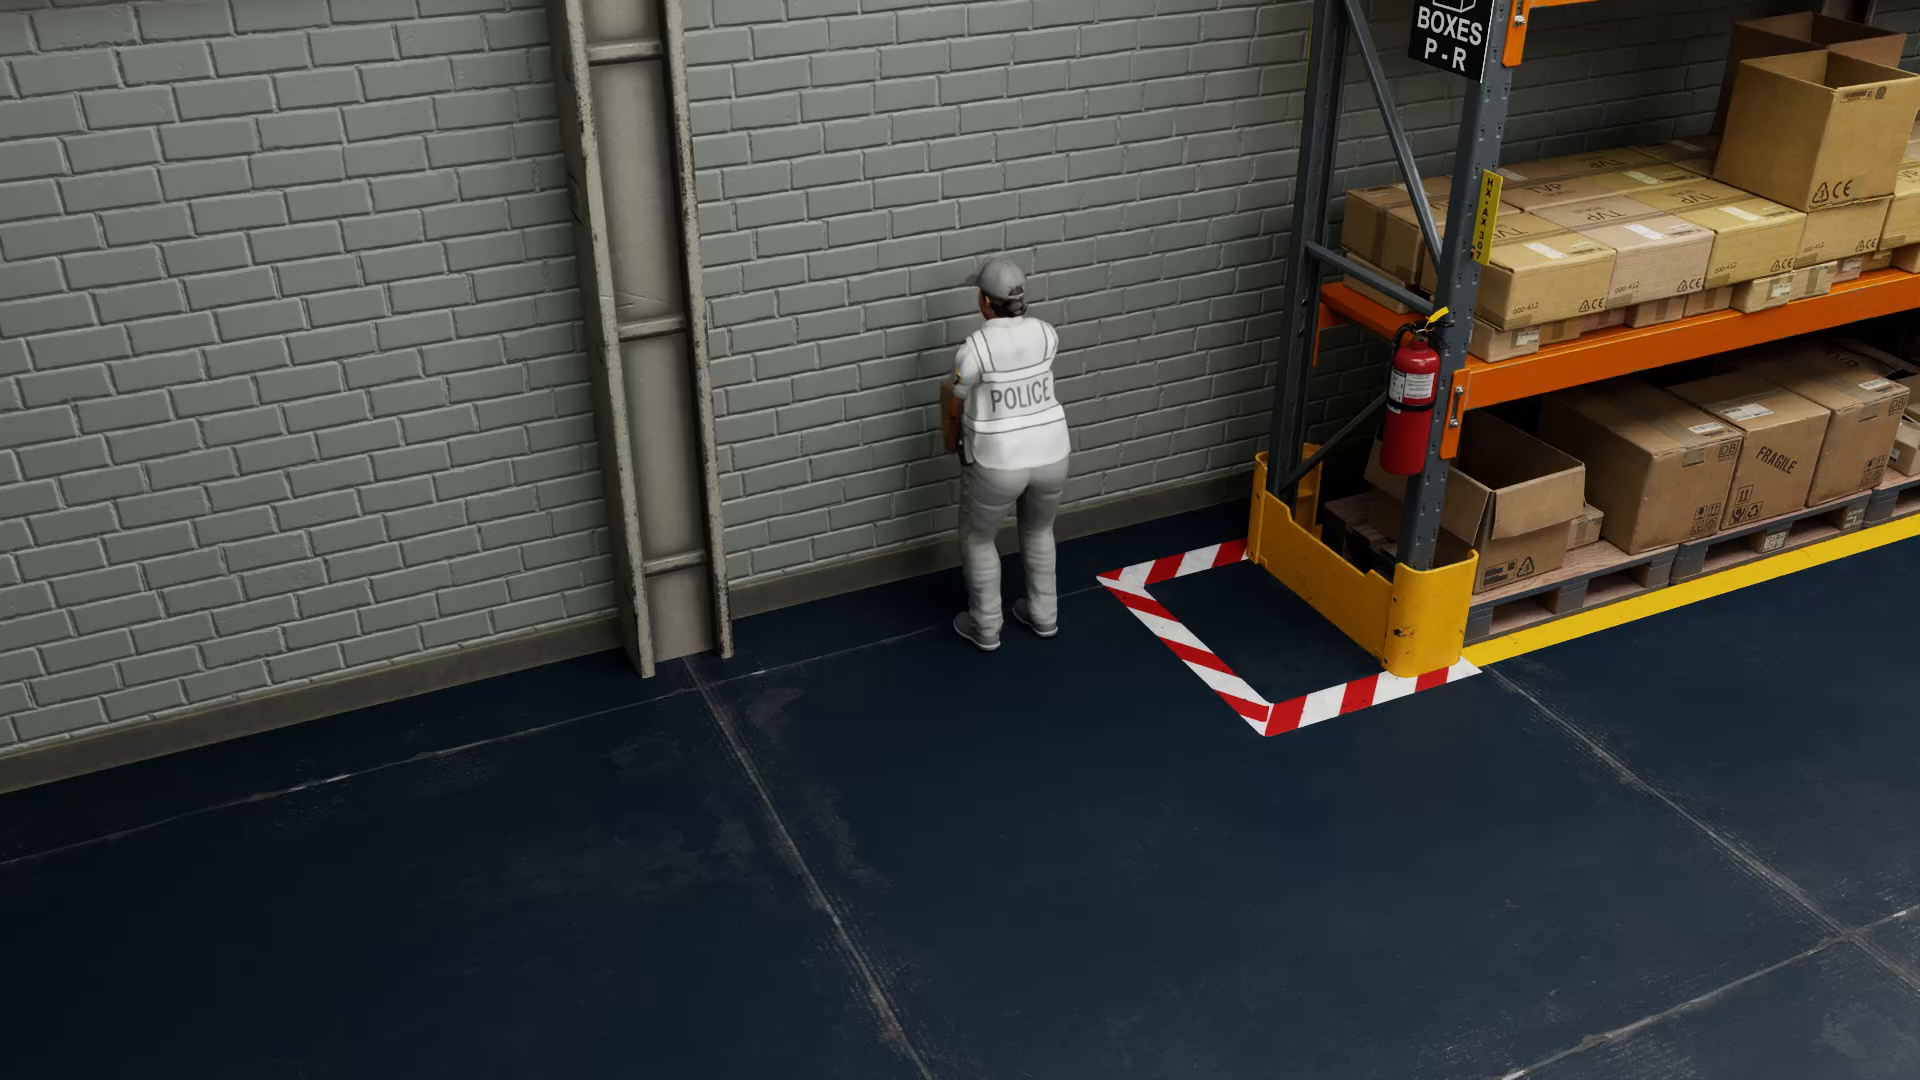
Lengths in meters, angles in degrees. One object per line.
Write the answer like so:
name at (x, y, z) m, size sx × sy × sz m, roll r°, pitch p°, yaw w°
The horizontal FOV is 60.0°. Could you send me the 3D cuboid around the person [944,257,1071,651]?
person at (0.173, -0.349, 6.760) m, size 0.452 × 1.655 × 0.565 m, roll -14°, pitch 32°, yaw -23°
